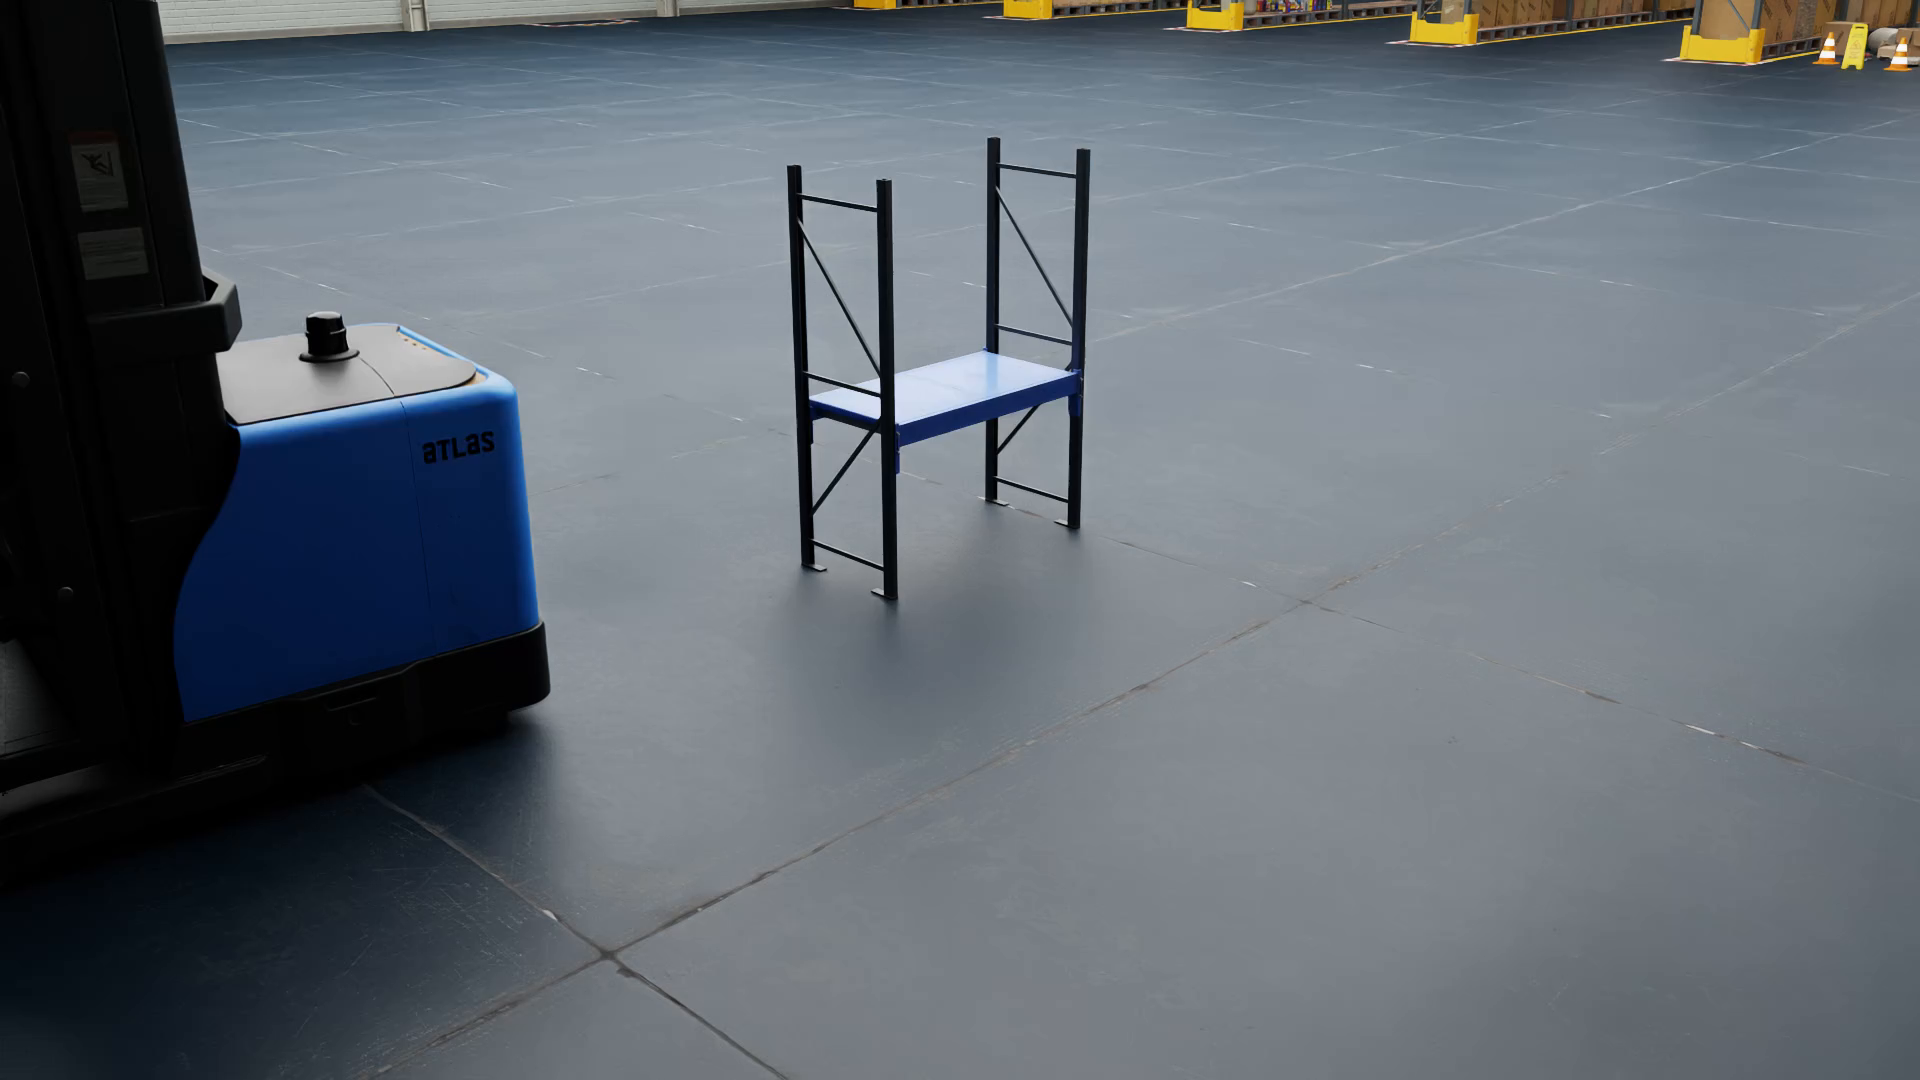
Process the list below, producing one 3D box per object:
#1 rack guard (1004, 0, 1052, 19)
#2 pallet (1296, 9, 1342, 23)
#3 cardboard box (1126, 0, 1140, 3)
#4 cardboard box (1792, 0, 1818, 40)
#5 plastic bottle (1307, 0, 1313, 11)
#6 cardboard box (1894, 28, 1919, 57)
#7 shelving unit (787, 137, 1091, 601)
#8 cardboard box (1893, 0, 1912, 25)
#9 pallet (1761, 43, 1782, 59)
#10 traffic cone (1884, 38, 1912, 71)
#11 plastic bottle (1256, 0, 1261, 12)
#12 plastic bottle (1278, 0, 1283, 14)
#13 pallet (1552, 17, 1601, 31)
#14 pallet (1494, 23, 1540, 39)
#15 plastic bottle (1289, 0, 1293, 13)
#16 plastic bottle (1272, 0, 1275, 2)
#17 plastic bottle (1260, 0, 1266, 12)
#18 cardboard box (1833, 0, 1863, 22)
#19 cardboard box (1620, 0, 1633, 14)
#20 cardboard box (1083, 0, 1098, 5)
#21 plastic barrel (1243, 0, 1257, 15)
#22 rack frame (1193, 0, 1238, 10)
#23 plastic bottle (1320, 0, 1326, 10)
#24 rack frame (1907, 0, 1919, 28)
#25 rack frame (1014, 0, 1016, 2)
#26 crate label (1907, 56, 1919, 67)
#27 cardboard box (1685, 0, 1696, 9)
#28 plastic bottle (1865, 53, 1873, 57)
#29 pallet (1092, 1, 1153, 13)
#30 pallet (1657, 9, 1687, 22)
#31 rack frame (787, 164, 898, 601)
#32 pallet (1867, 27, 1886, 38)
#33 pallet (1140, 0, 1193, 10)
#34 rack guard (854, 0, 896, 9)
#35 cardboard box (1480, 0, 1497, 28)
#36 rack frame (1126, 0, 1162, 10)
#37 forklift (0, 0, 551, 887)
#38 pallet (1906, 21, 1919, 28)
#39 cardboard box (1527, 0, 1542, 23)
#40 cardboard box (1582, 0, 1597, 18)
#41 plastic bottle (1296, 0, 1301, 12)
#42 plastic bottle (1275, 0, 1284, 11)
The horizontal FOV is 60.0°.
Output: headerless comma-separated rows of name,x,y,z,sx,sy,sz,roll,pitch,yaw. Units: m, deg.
rack guard,1.466,-11.591,36.033,1.175,0.500,0.348,19,28,41
pallet,7.321,-11.087,35.126,1.003,0.211,1.213,19,28,41
cardboard box,3.750,-12.404,37.913,0.500,0.250,0.500,19,28,41
cardboard box,13.736,-8.871,27.851,0.875,0.875,0.875,20,28,41
plastic bottle,7.217,-11.150,34.481,0.144,0.351,0.185,19,28,40
cardboard box,15.089,-7.723,25.966,0.797,0.503,0.637,2,21,4
shelving unit,-0.060,-0.678,6.248,0.538,1.500,1.048,19,28,41
cardboard box,17.152,-10.084,31.180,1.050,0.750,0.750,19,28,40
pallet,12.562,-7.939,26.936,1.003,0.211,1.213,19,28,41
traffic cone,14.021,-7.243,24.773,0.336,0.463,0.334,19,28,41
plastic bottle,6.191,-11.097,34.447,0.152,0.276,0.135,20,28,41
plastic bottle,6.517,-10.843,33.793,0.097,0.271,0.097,0,21,0
pallet,11.910,-10.210,32.845,1.003,0.211,1.213,19,28,41
pallet,10.073,-9.513,31.031,1.003,0.211,1.213,19,28,41
plastic bottle,6.756,-10.931,34.022,0.097,0.271,0.097,0,21,0
plastic bottle,6.530,-11.258,34.764,0.144,0.351,0.185,19,28,40
plastic bottle,6.268,-11.073,34.377,0.061,0.283,0.133,19,28,41
cardboard box,15.220,-9.372,29.327,1.050,0.750,0.750,19,28,40
cardboard box,13.327,-11.055,34.027,0.700,0.500,0.500,16,26,36
cardboard box,2.711,-12.016,36.903,0.500,0.250,0.500,19,28,41
plastic barrel,5.783,-10.875,33.569,0.421,0.512,0.421,0,21,0
rack frame,5.029,-11.523,32.373,1.000,3.000,0.127,19,28,41
plastic bottle,7.576,-11.282,34.826,0.144,0.351,0.185,18,28,39
rack frame,17.641,-11.072,31.200,1.000,3.000,0.127,19,28,41
rack frame,1.482,-12.763,35.601,1.000,3.000,0.127,19,28,41
crate label,14.525,-7.308,25.397,0.250,0.136,0.298,5,22,13
cardboard box,15.282,-11.943,35.843,1.225,0.875,0.875,19,28,41
plastic bottle,14.615,-7.853,26.922,0.283,0.061,0.133,9,23,23
pallet,3.688,-12.296,38.271,1.003,0.211,1.213,19,28,41
pallet,14.762,-11.222,35.476,1.003,0.211,1.213,19,28,41
rack frame,-0.414,-0.547,5.908,0.500,1.500,0.032,19,28,41
pallet,16.186,-9.275,30.411,1.003,0.211,1.213,19,28,41
pallet,4.759,-12.689,39.294,1.003,0.211,1.213,19,28,41
rack guard,-2.017,-12.855,39.323,1.175,0.500,0.348,19,28,41
cardboard box,9.417,-9.631,30.349,0.500,0.500,0.500,-12,24,-28
rack frame,4.273,-13.792,38.276,1.000,3.000,0.127,19,28,41
forklift,-2.739,-0.632,4.134,3.031,2.935,1.130,-16,26,-35
pallet,18.188,-9.971,32.222,1.003,0.211,1.213,19,28,41
cardboard box,10.666,-10.099,31.566,0.500,0.500,0.500,-11,23,-25
cardboard box,12.158,-10.620,32.896,0.700,0.500,0.500,19,28,40
plastic bottle,6.967,-11.009,34.225,0.097,0.271,0.097,0,21,0
plastic bottle,6.654,-11.193,34.698,0.152,0.276,0.135,19,28,41
